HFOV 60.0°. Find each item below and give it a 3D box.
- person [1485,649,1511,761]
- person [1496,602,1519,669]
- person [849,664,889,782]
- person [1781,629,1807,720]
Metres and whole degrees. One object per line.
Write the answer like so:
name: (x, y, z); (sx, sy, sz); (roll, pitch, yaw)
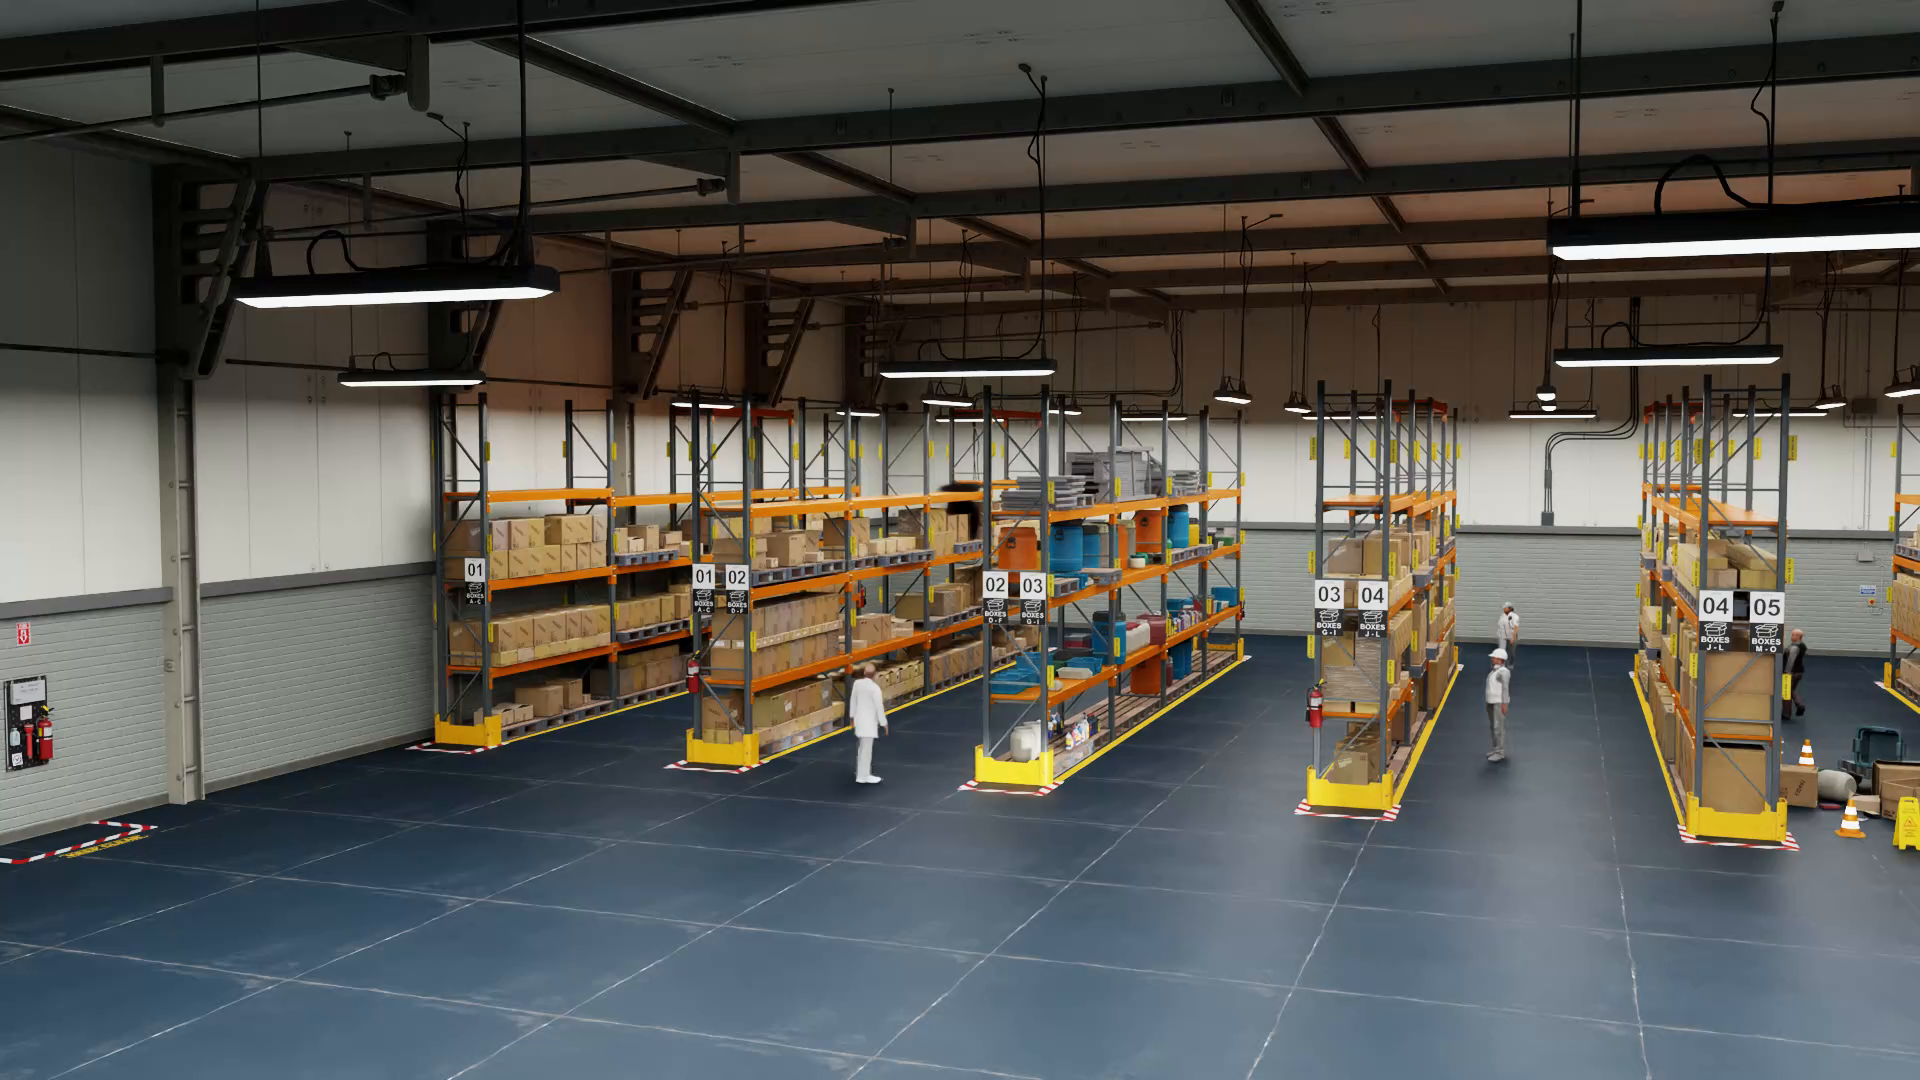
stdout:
person: (8.744, 2.673, 27.143); (0.439, 1.785, 0.629); (0, 3, -3)
person: (12.293, 2.200, 37.360); (0.466, 1.615, 0.932); (1, 3, 15)
person: (-1.409, 2.838, 25.274); (0.579, 1.717, 0.715); (-2, 4, -33)
person: (15.474, 2.507, 30.994); (0.563, 1.713, 0.567); (-1, 3, -25)
